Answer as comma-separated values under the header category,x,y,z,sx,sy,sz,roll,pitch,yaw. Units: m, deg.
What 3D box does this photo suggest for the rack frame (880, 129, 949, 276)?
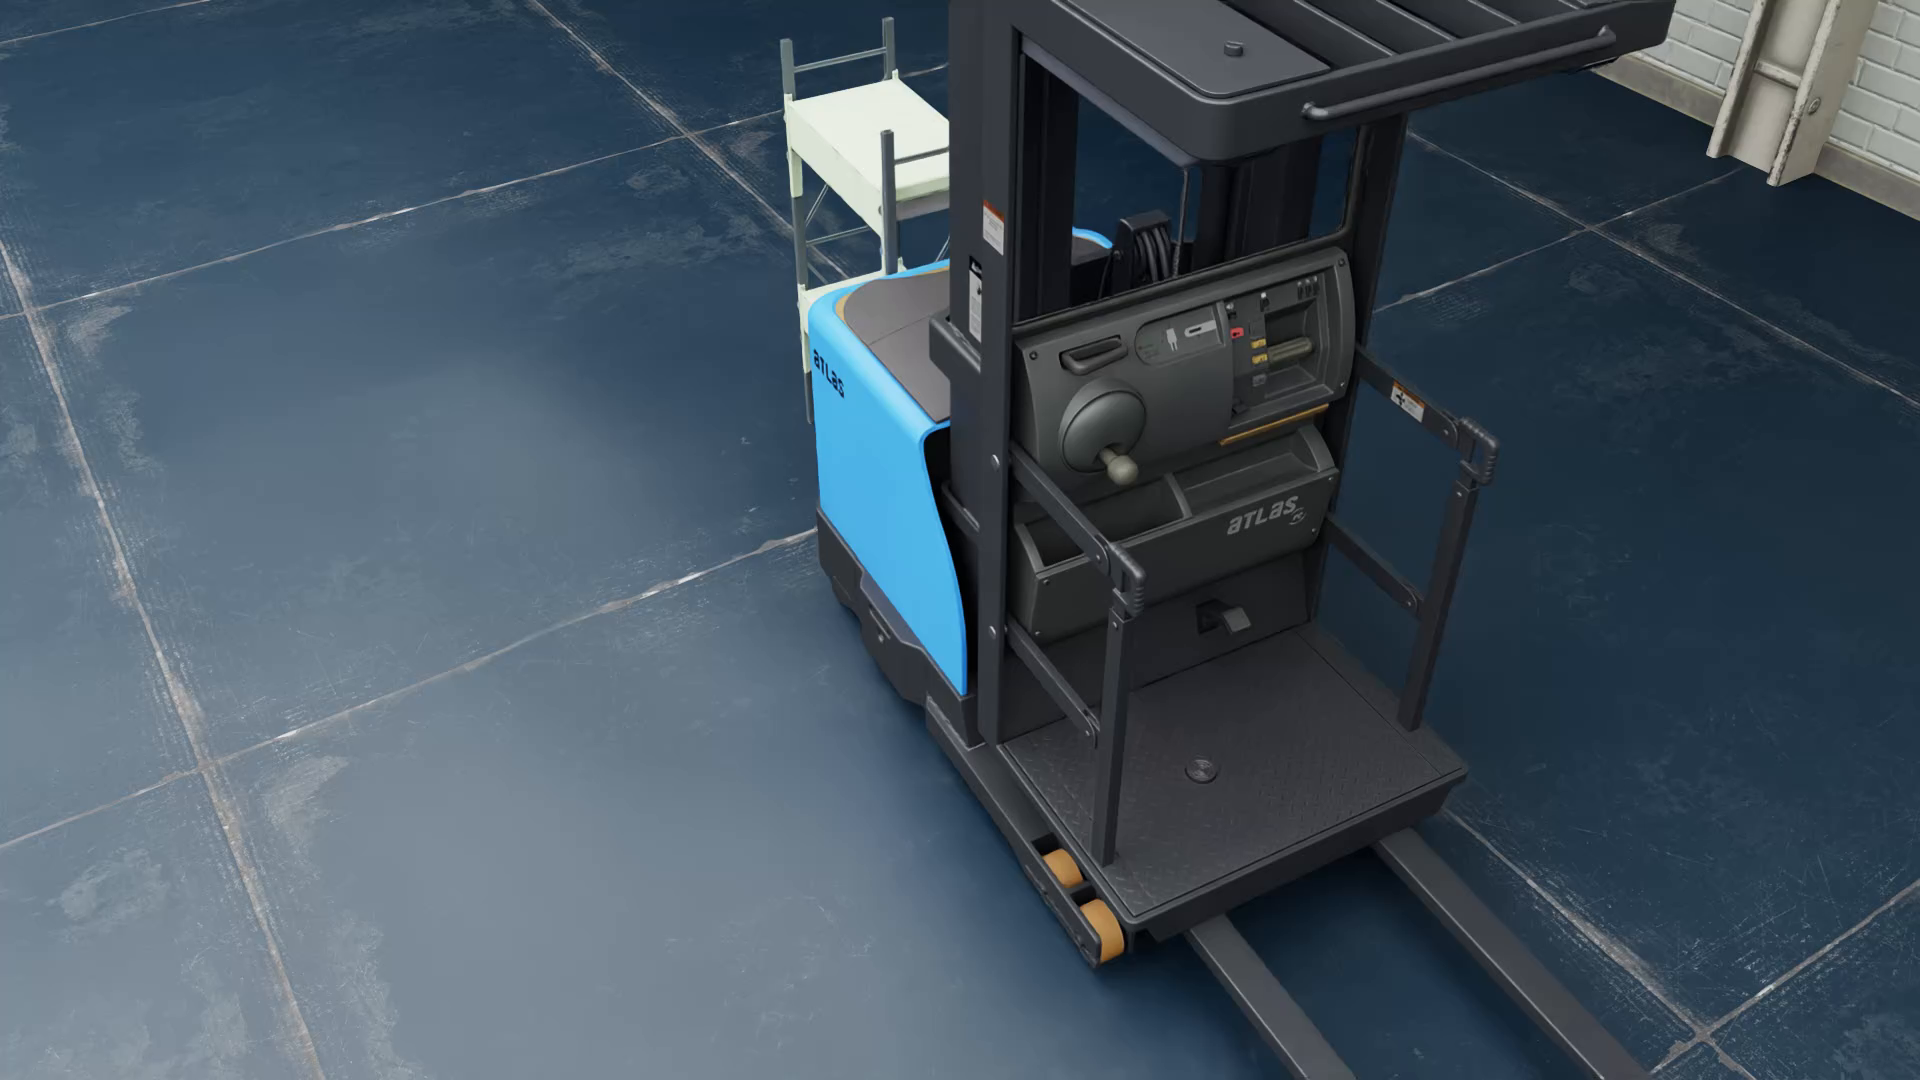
category,x,y,z,sx,sy,sz,roll,pitch,yaw
rack frame,-0.051,-0.667,5.379,0.400,1.500,0.023,-19,43,-21

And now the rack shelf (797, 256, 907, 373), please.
category,x,y,z,sx,sy,sz,roll,pitch,yaw
rack shelf,-0.224,-0.623,5.835,0.431,0.370,0.720,-19,43,-21

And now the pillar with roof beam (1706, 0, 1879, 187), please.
category,x,y,z,sx,sy,sz,roll,pitch,yaw
pillar with roof beam,0.178,-3.772,3.248,9.100,9.000,0.400,-22,45,-24

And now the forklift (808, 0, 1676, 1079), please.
category,x,y,z,sx,sy,sz,roll,pitch,yaw
forklift,0.670,-0.341,3.870,1.130,2.935,3.031,-19,43,-21

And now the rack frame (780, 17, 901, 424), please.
category,x,y,z,sx,sy,sz,roll,pitch,yaw
rack frame,-0.397,-1.080,5.874,0.400,1.500,0.023,-19,43,-21

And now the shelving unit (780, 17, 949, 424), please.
category,x,y,z,sx,sy,sz,roll,pitch,yaw
shelving unit,-0.224,-0.873,5.627,0.431,1.500,0.755,-19,43,-21

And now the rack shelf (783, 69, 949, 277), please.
category,x,y,z,sx,sy,sz,roll,pitch,yaw
rack shelf,-0.224,-1.173,5.377,0.431,0.370,0.720,-19,43,-21
